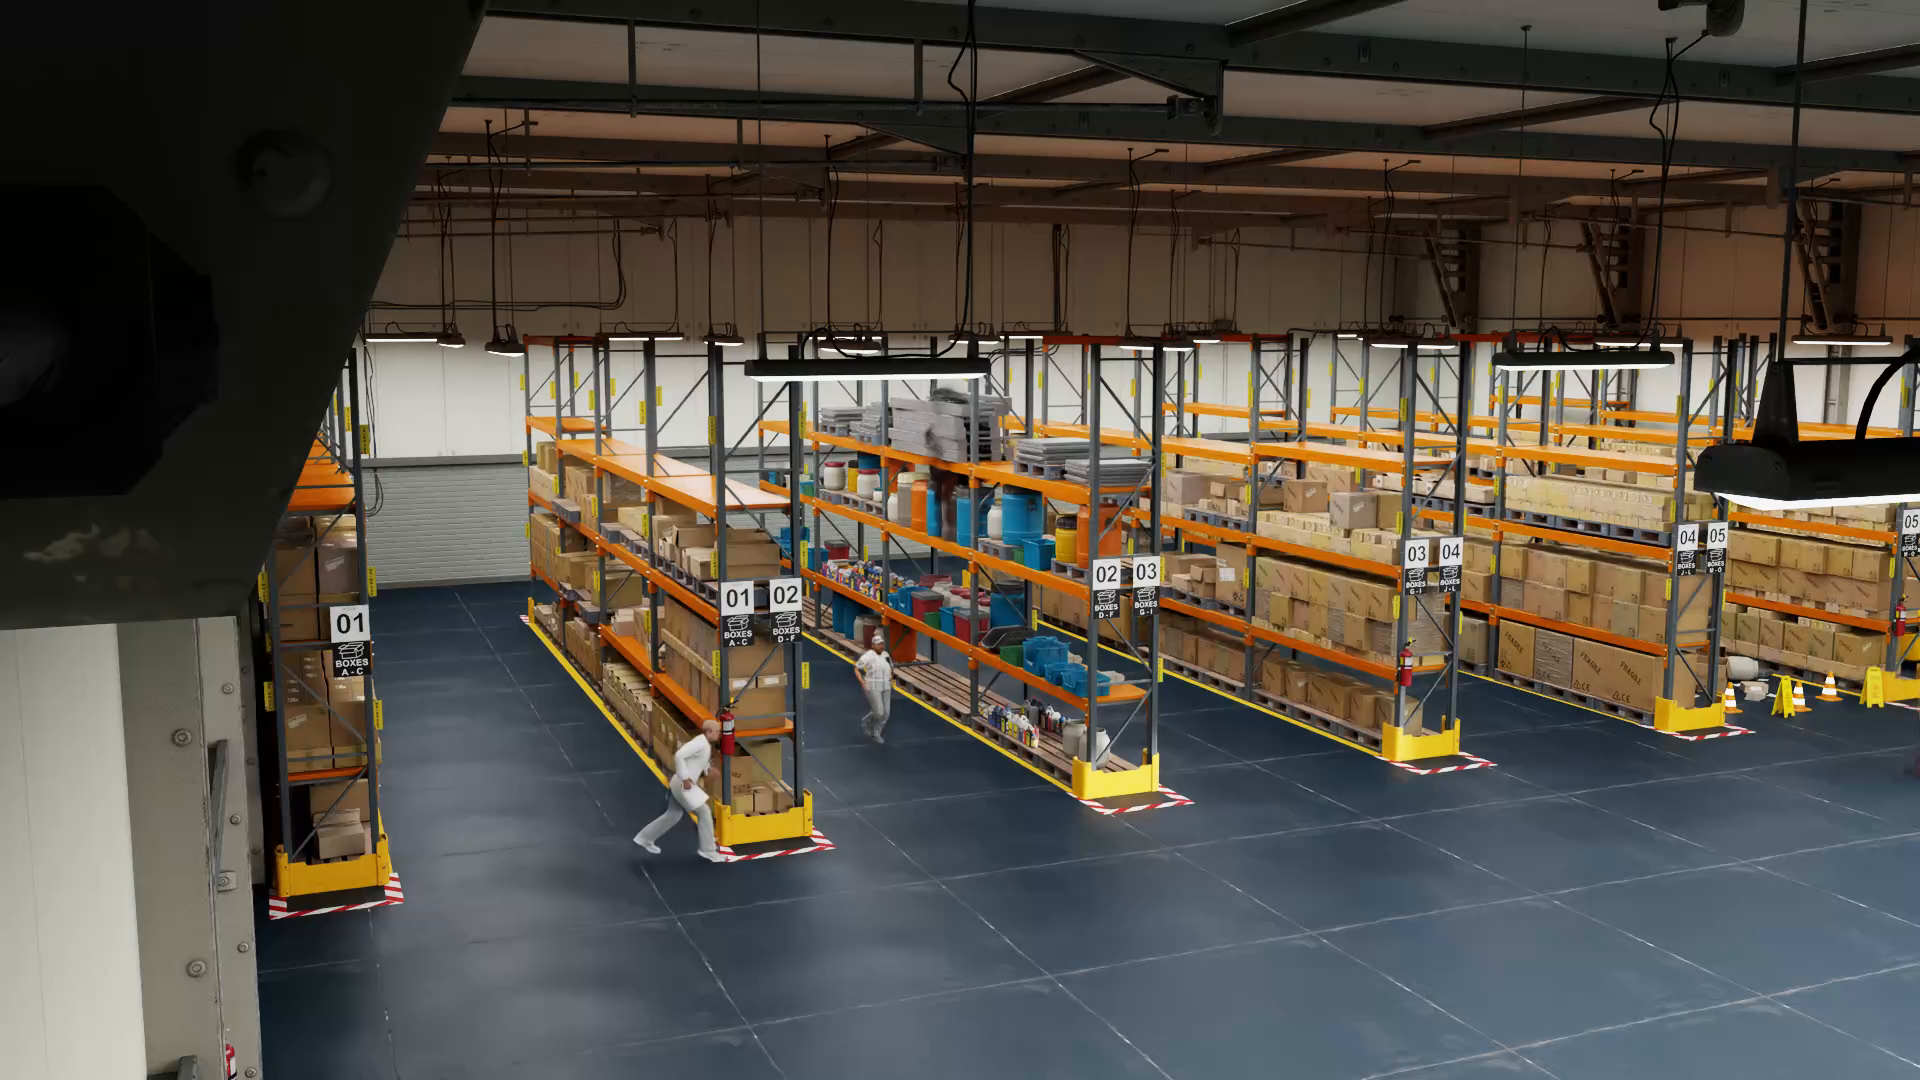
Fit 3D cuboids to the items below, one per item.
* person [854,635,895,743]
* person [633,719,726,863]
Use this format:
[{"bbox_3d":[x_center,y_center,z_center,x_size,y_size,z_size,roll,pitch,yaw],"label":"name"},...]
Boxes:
[{"bbox_3d":[-1.210,2.236,24.839,0.601,1.628,0.539,-5,9,-35],"label":"person"},{"bbox_3d":[-3.278,2.951,19.365,1.081,1.742,0.753,0,8,-1],"label":"person"}]
